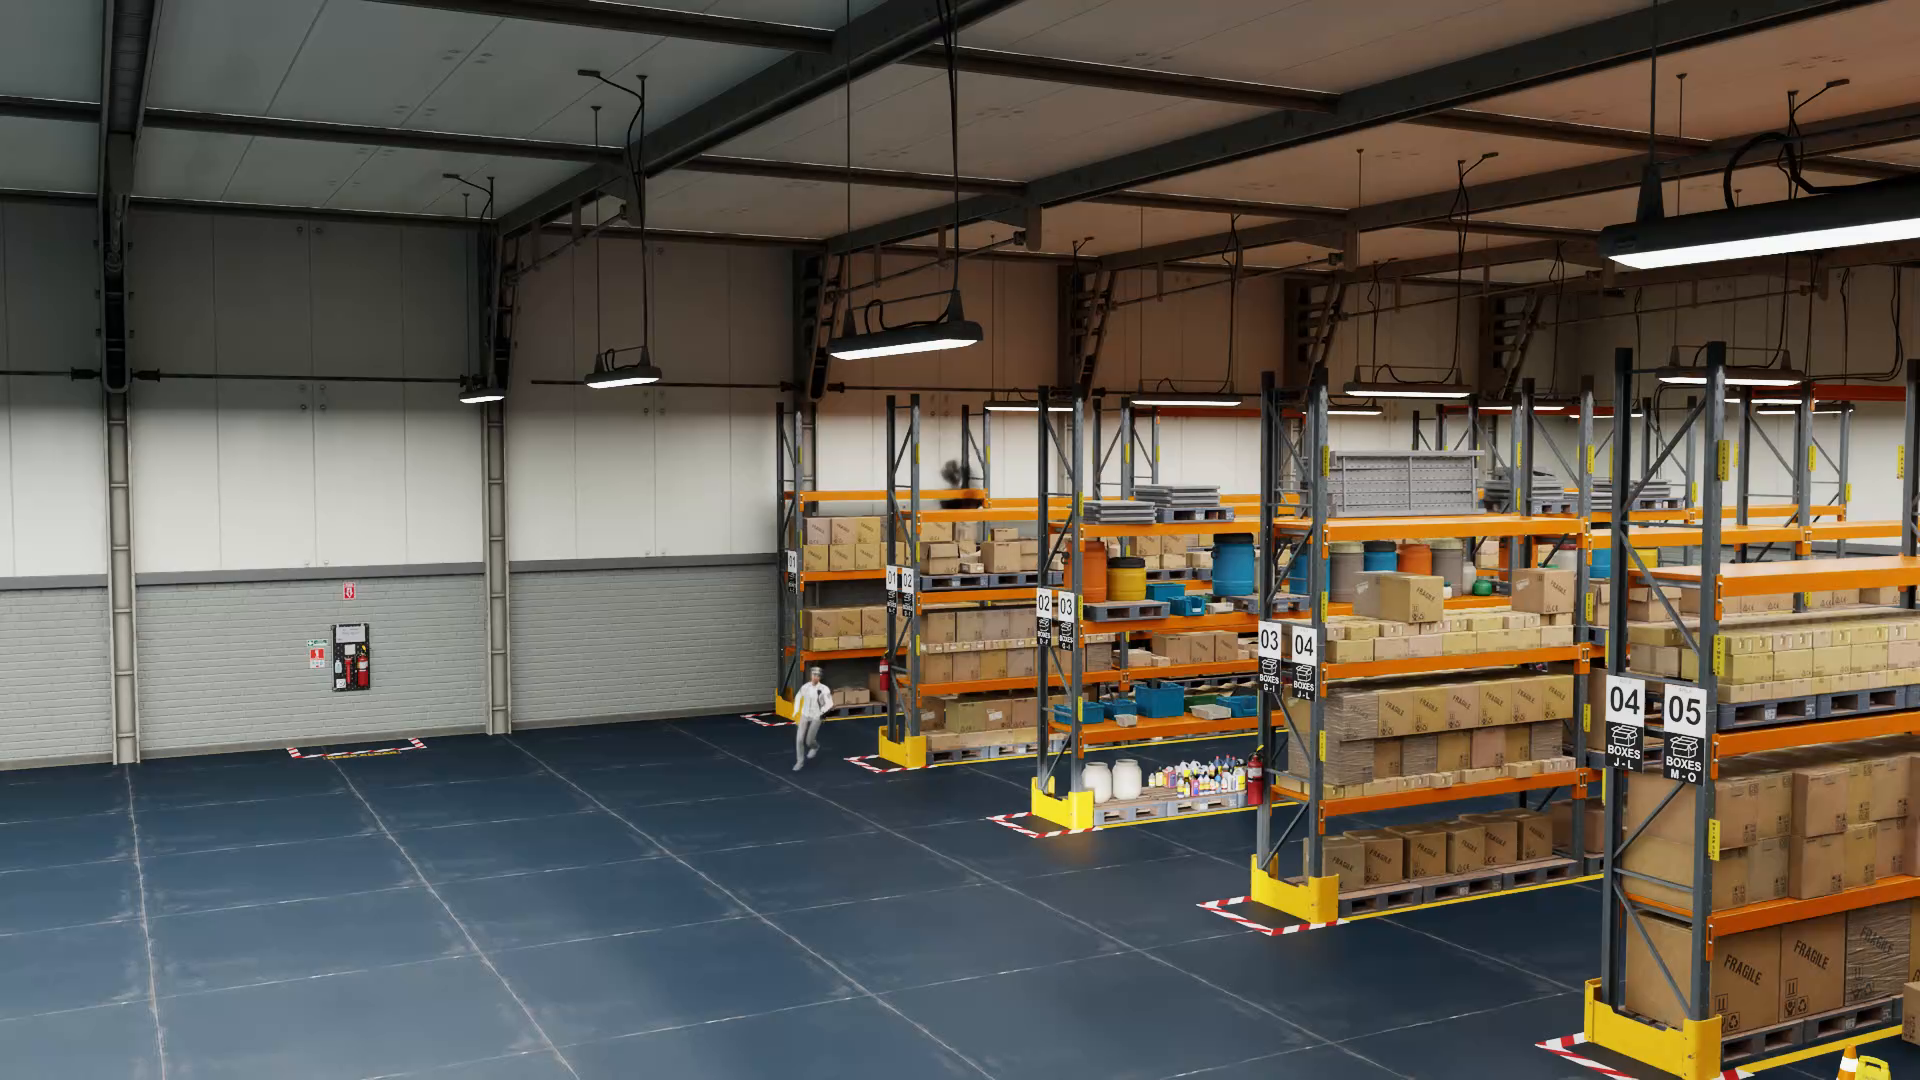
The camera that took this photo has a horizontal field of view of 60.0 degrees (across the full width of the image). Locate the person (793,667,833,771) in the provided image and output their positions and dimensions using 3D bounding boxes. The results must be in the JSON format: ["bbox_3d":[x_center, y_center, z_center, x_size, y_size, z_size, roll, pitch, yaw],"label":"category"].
[{"bbox_3d":[-2.362,2.846,26.720,0.659,1.647,0.680,1,3,14],"label":"person"}]
